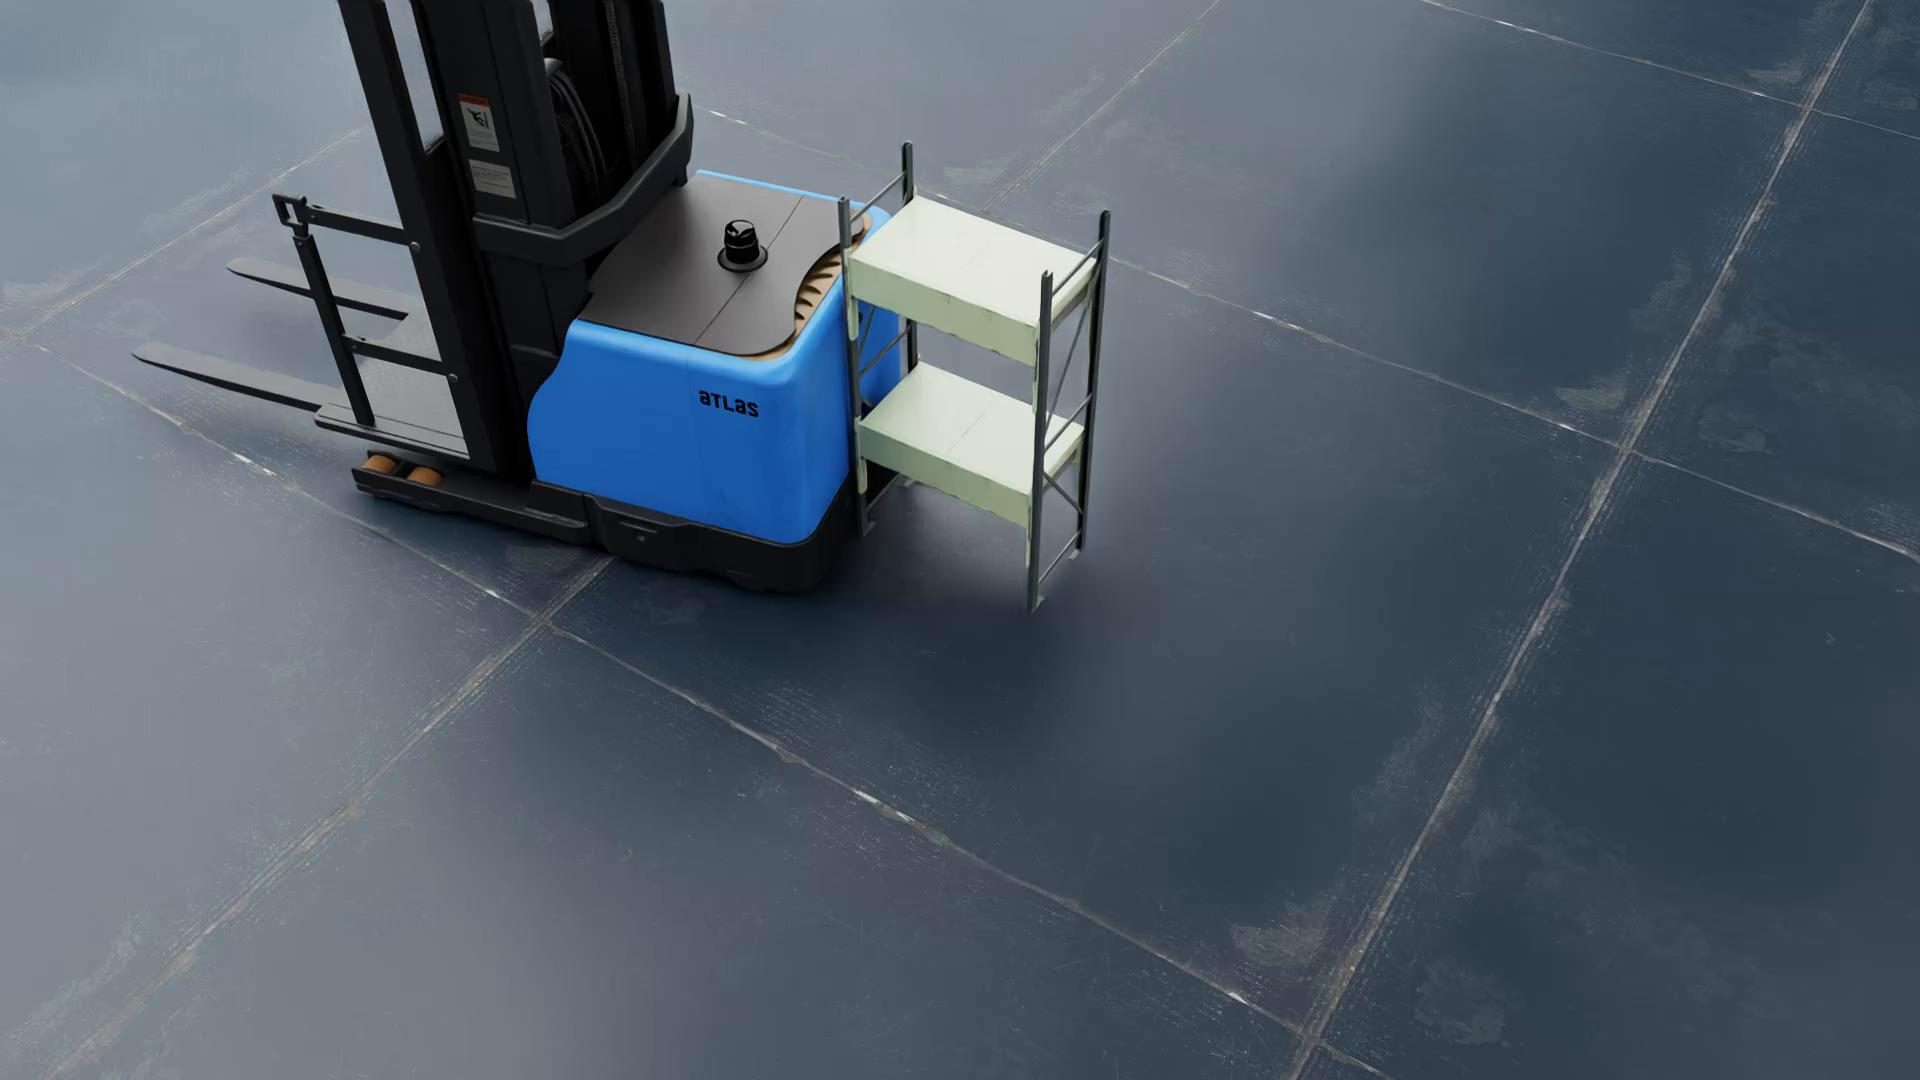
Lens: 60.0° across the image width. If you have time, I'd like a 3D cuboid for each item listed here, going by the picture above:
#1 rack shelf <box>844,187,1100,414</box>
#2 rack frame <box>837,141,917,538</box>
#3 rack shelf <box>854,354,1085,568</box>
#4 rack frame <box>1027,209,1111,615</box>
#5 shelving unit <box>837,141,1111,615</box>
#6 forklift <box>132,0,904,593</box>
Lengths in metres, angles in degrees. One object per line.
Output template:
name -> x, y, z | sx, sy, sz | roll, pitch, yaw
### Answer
rack shelf -> 0.043, -0.789, 5.427 | 0.720, 0.370, 0.431 | 24, 50, 21
rack frame -> -0.269, -0.655, 5.841 | 0.023, 1.500, 0.400 | 24, 50, 21
rack shelf -> 0.043, -0.290, 5.941 | 0.720, 0.370, 0.431 | 24, 50, 21
rack frame -> 0.354, -0.380, 5.573 | 0.023, 1.500, 0.400 | 24, 50, 21
shelving unit -> 0.043, -0.517, 5.707 | 0.755, 1.500, 0.431 | 24, 50, 21
forklift -> -1.787, -1.477, 5.642 | 3.031, 2.935, 1.130 | 14, 48, 14
